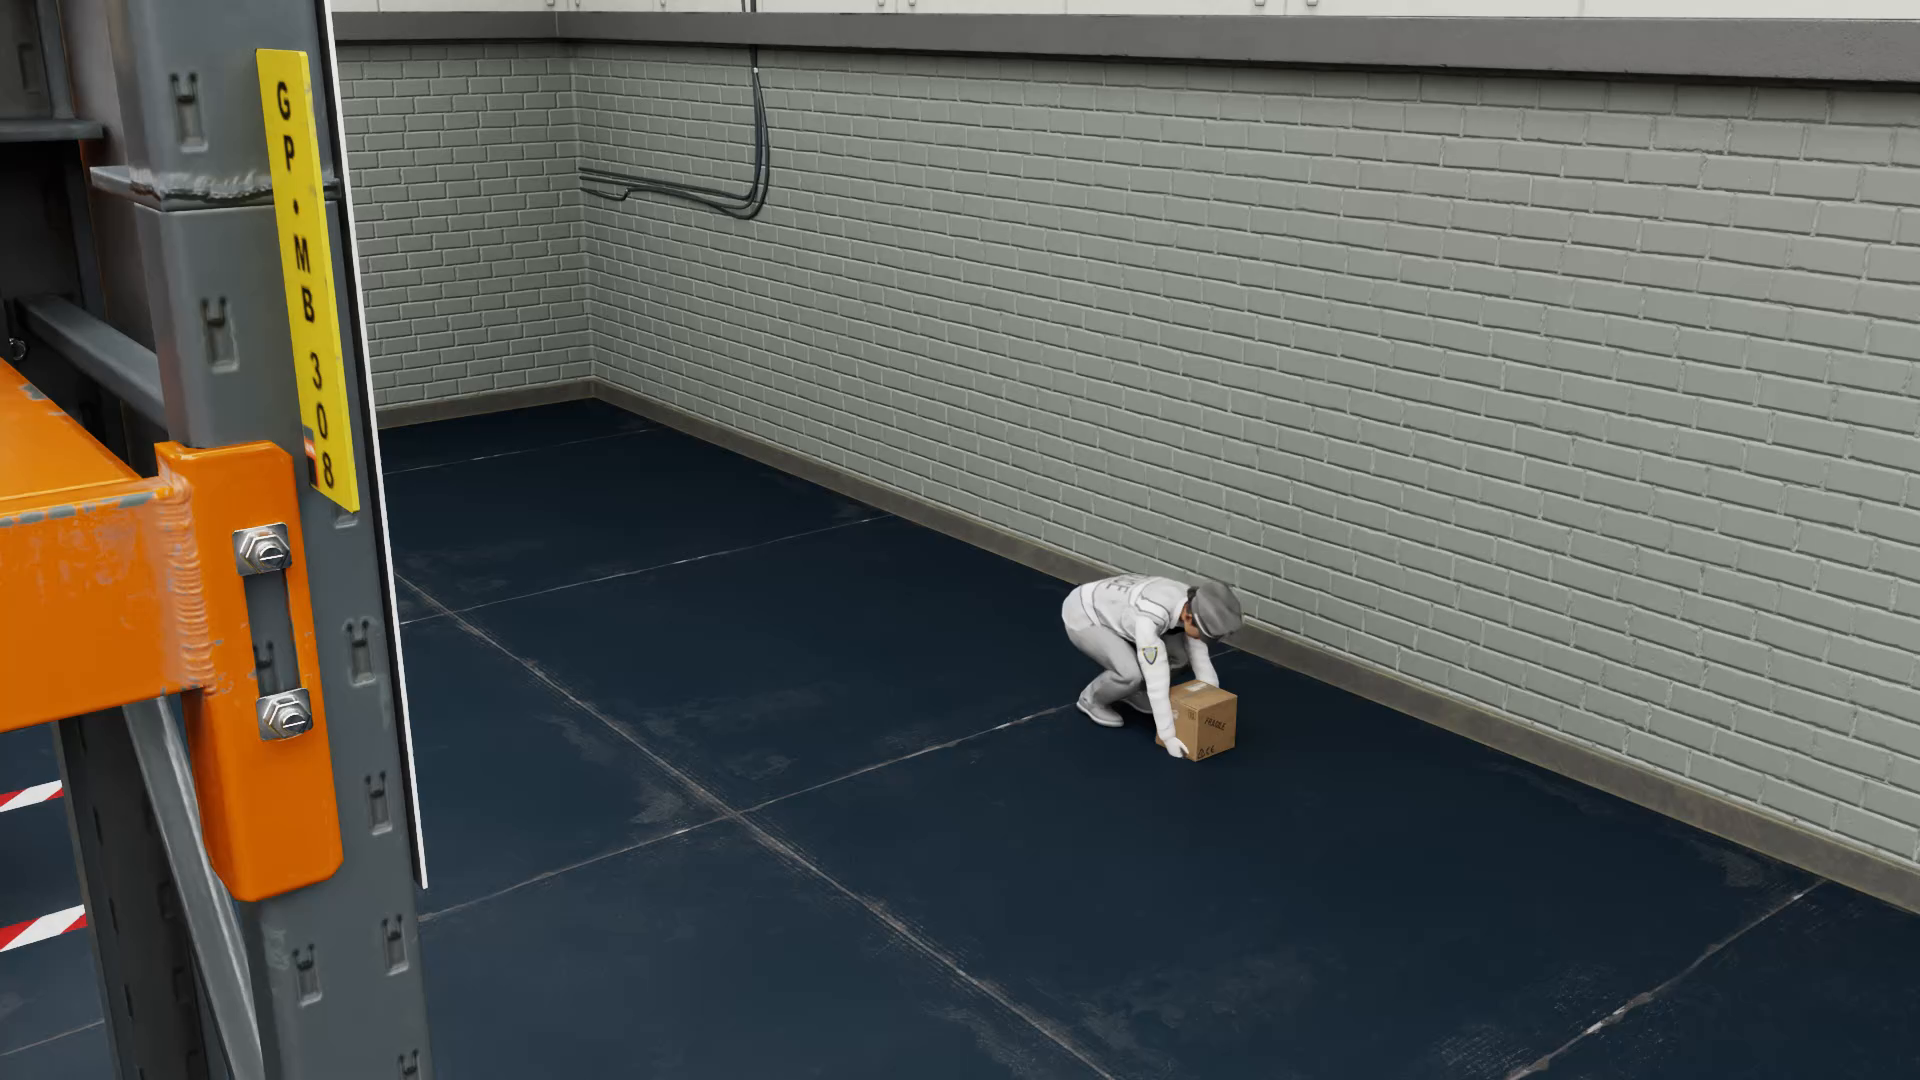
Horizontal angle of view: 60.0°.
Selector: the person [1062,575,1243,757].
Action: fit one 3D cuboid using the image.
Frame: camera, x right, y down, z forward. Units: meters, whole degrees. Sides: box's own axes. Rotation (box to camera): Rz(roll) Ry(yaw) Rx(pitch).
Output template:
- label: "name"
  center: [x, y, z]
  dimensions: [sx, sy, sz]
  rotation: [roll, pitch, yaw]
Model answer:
- label: "person"
  center: [0.861, 0.496, 7.530]
  dimensions: [0.456, 0.792, 0.906]
  rotation: [-14, 23, -37]
